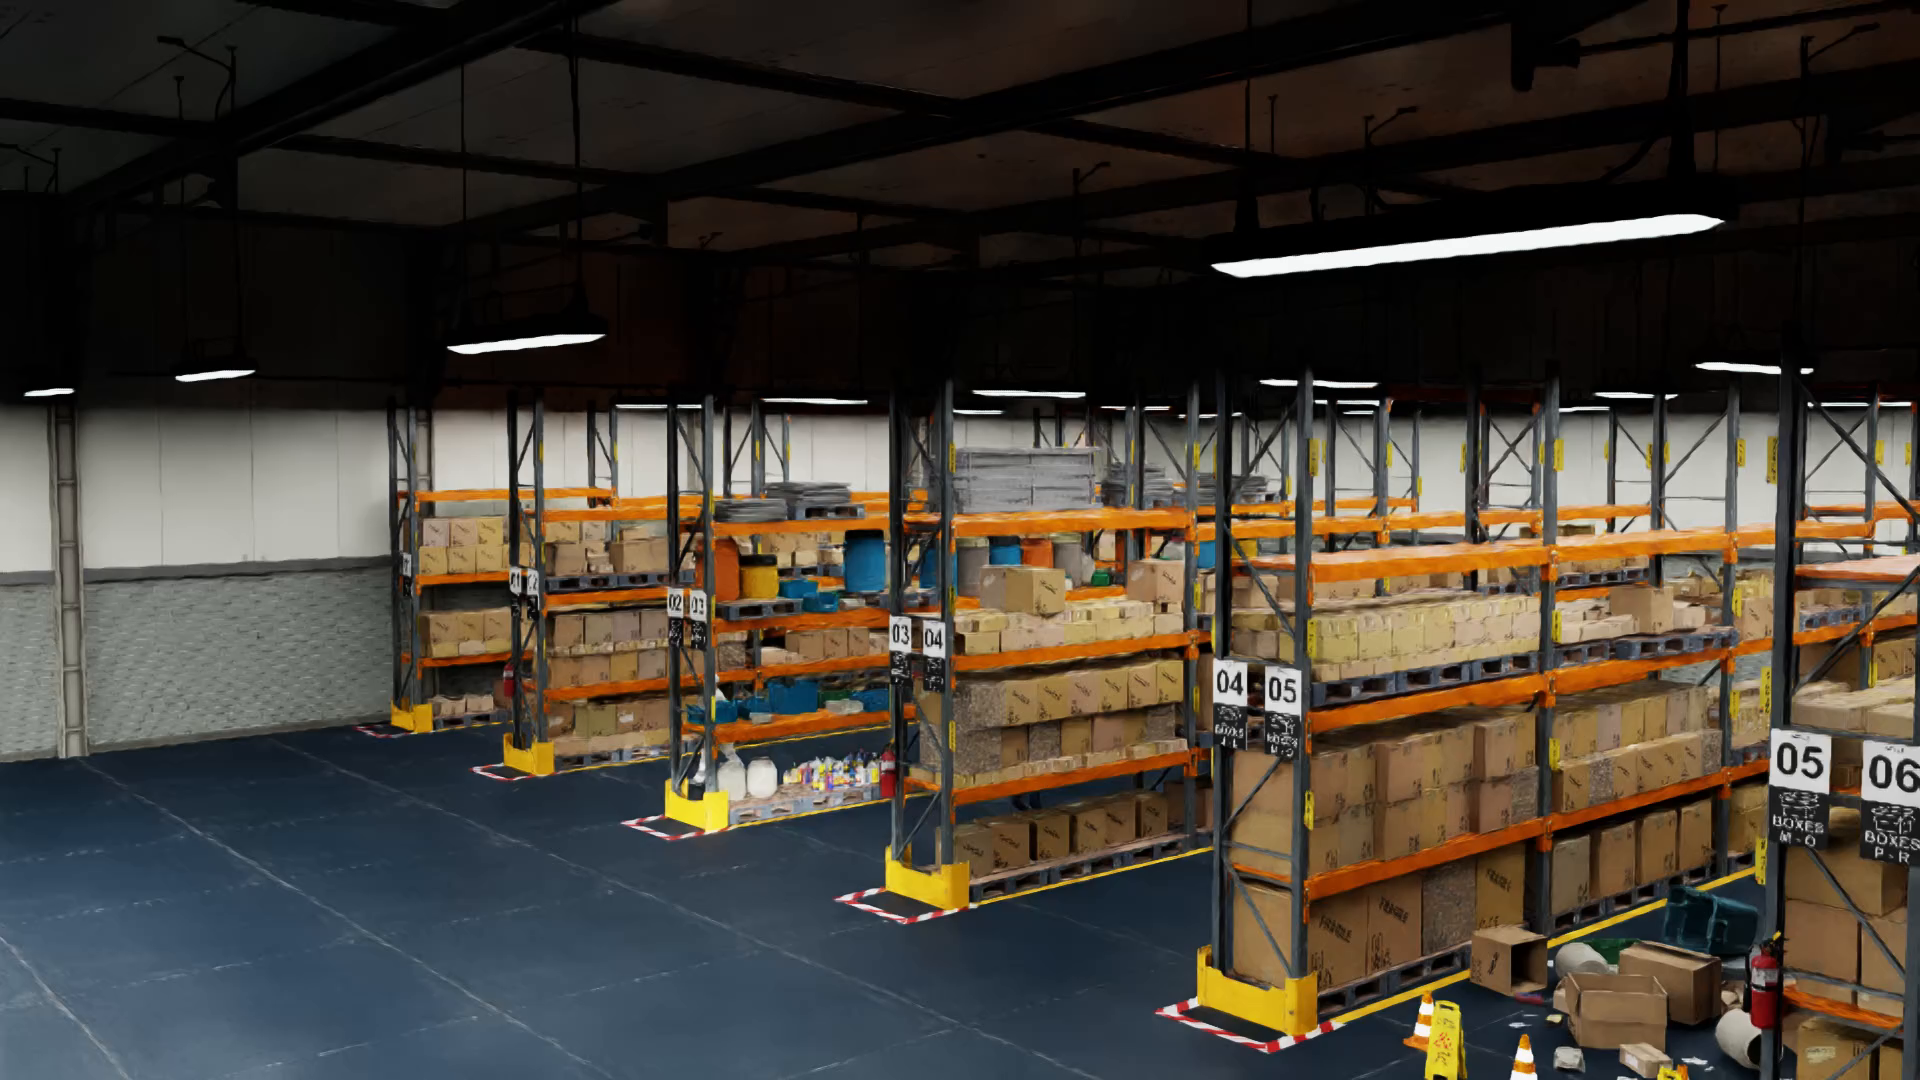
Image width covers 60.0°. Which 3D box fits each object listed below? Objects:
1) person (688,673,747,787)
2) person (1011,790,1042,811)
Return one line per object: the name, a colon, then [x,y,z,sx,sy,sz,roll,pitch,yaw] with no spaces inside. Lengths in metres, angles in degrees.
person: [-3.658,2.844,24.854,0.959,1.744,0.593,-1,3,-17]
person: [0.910,3.134,21.966,0.519,1.508,0.566,-3,5,-42]
